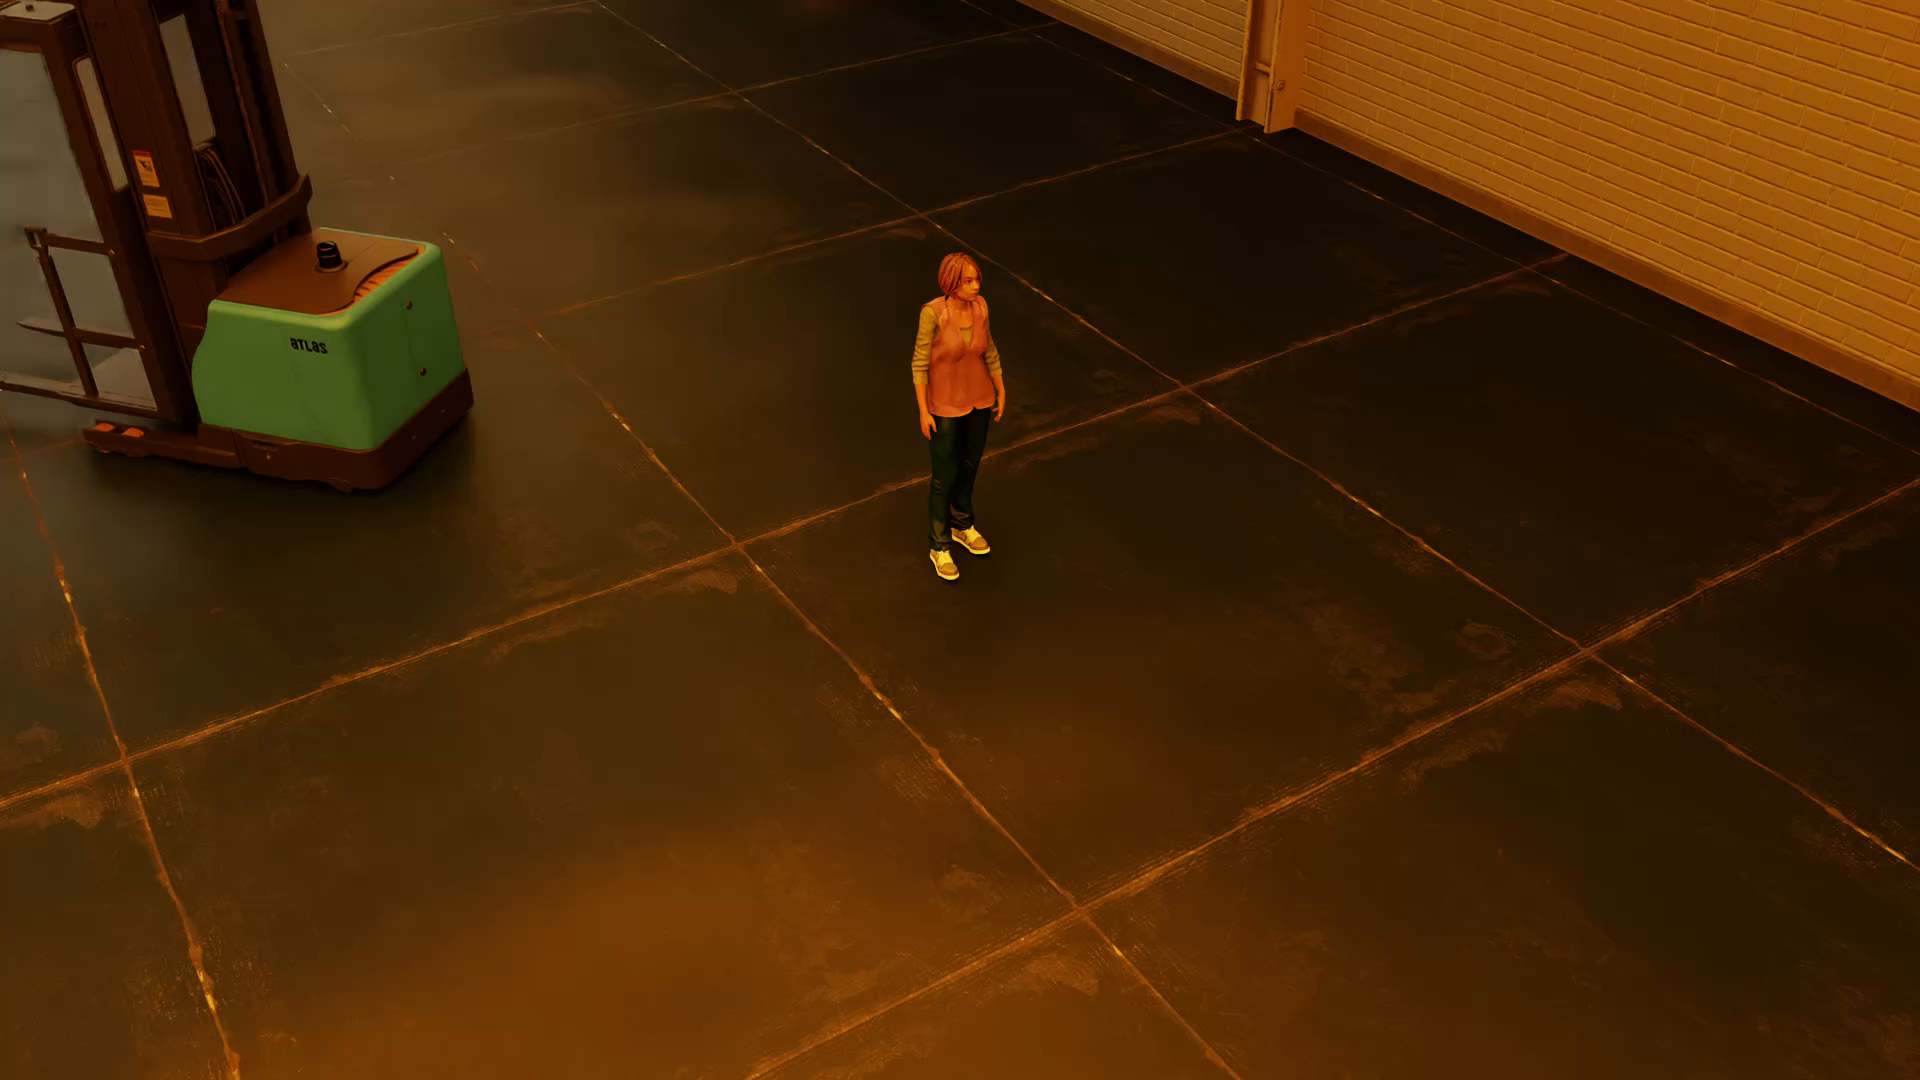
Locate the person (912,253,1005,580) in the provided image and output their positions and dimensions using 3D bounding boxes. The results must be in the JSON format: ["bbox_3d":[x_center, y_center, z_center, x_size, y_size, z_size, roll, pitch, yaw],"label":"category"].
[{"bbox_3d":[0.029,-0.618,8.177,0.520,1.595,0.473,-21,40,-27],"label":"person"}]

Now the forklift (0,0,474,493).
[{"bbox_3d":[-4.411,-1.939,8.907,3.031,2.935,1.130,10,36,14],"label":"forklift"}]
